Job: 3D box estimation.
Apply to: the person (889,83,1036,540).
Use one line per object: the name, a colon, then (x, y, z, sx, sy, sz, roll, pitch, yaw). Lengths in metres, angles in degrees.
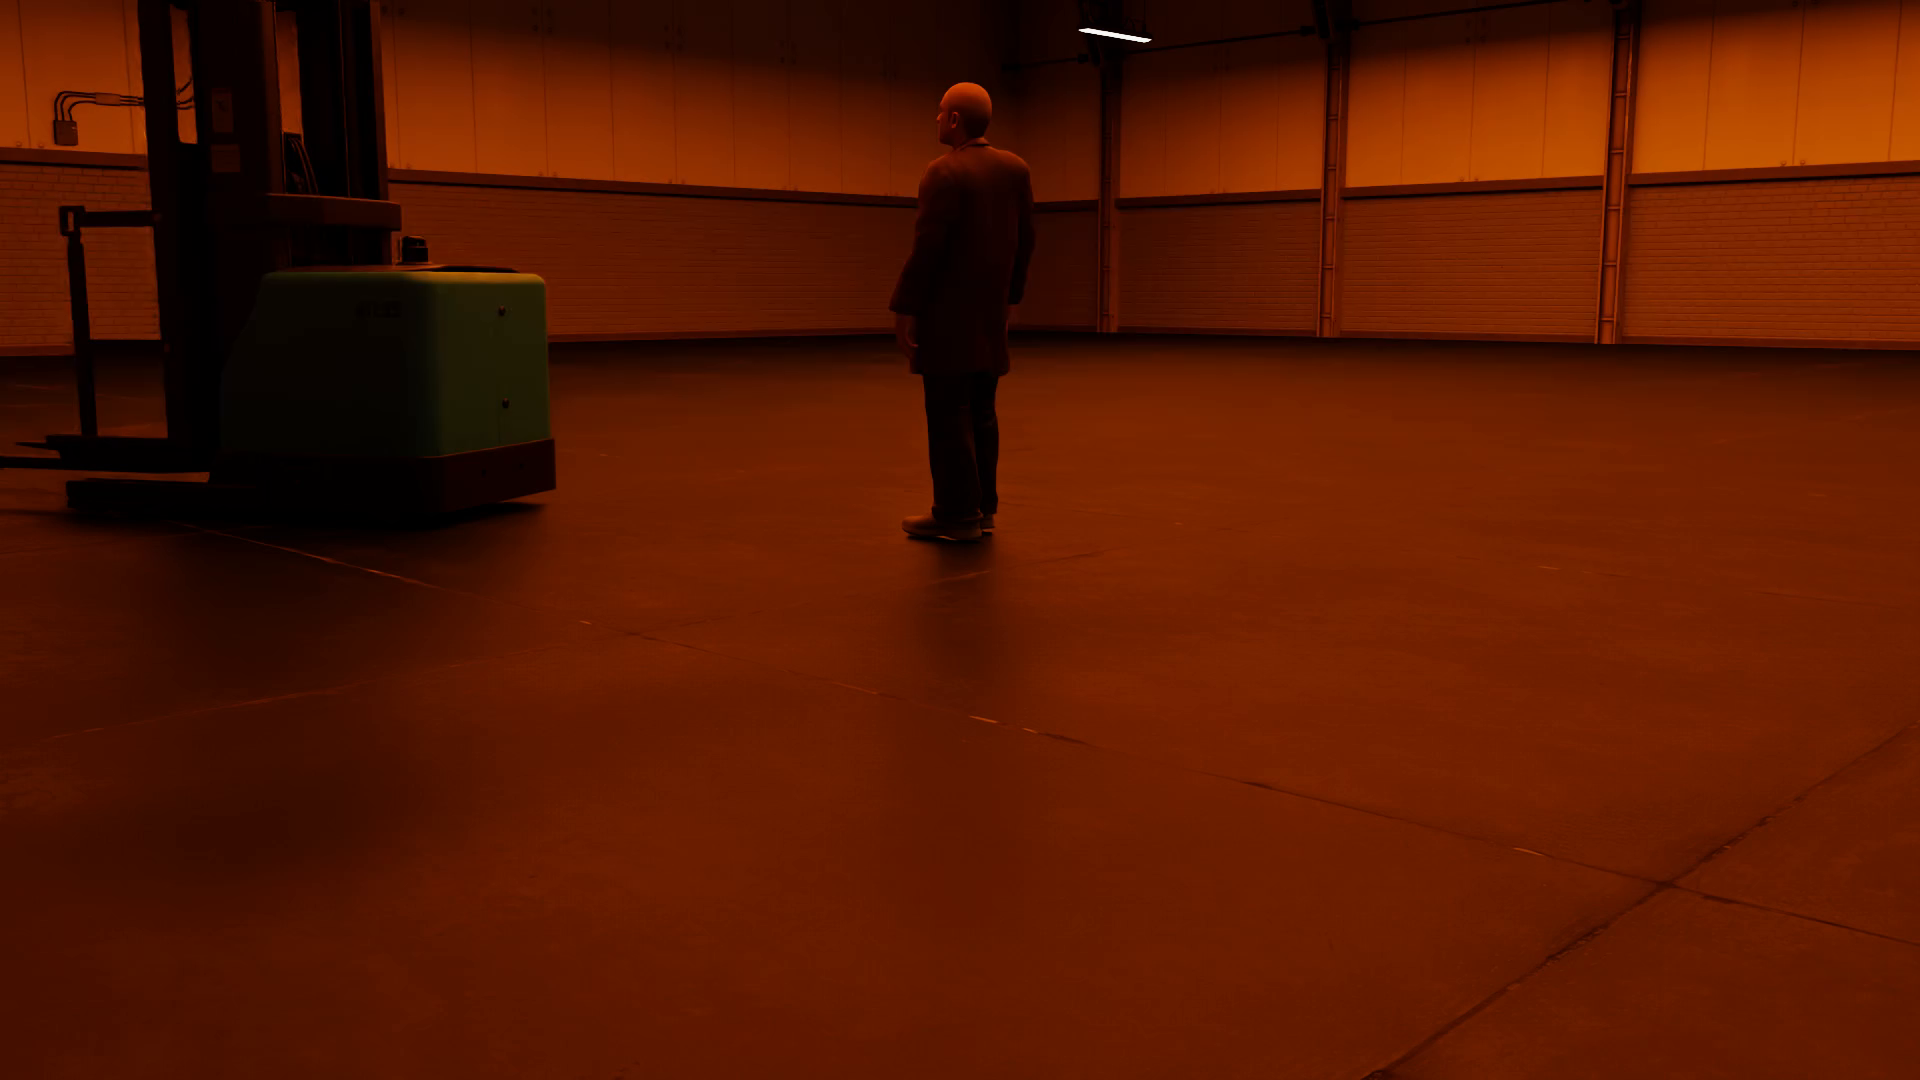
person: (-0.064, -0.896, 6.650, 0.579, 1.777, 0.696, 8, 12, 43)

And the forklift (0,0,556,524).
forklift: (-3.479, -1.620, 7.635, 3.031, 2.935, 1.130, 3, 9, 17)
